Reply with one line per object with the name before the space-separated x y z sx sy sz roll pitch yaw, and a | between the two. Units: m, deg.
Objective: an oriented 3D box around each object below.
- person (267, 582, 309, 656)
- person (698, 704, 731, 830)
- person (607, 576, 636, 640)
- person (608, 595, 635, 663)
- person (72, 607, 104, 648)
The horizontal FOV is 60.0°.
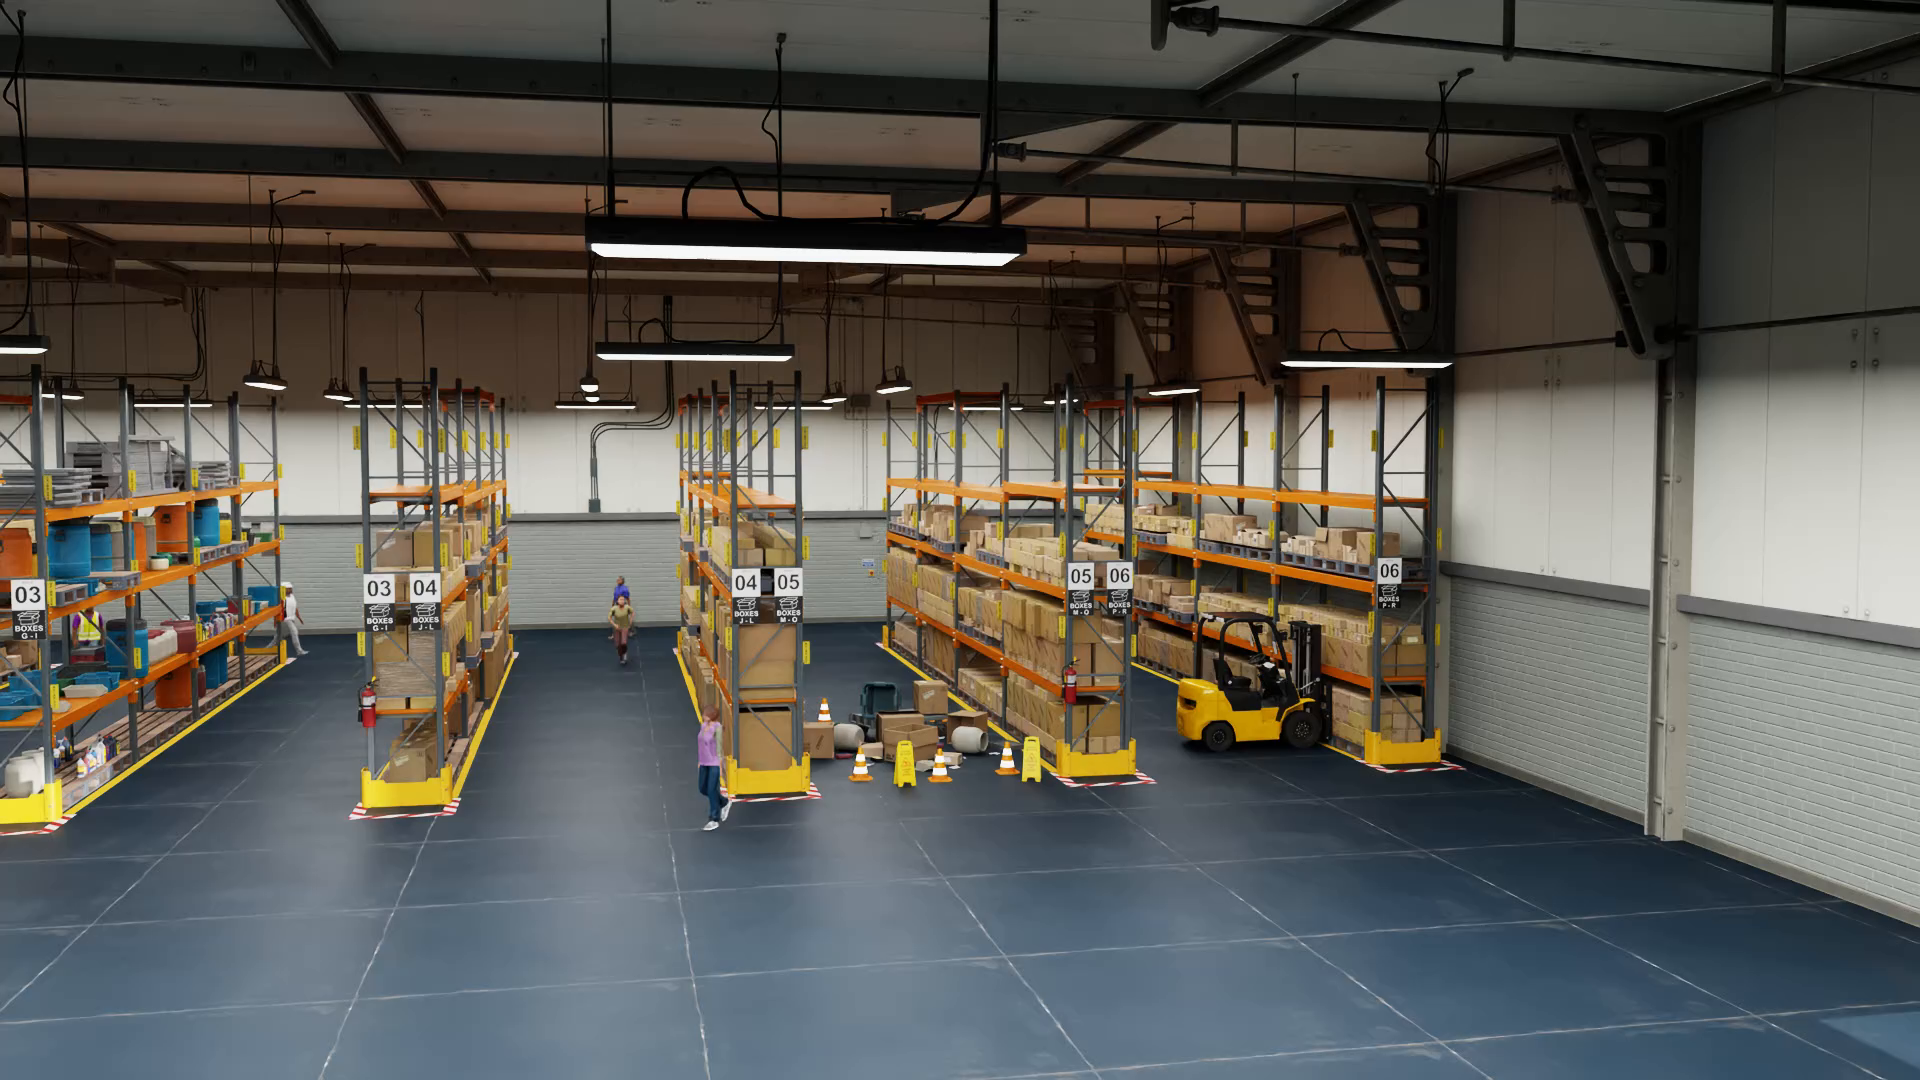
person | -15.647 1.837 38.719 1.060 1.728 0.588 0 3 1
person | -3.179 2.912 21.524 0.557 1.598 0.401 -3 5 -43
person | -8.514 1.703 41.876 0.464 1.619 1.000 3 4 38
person | -7.588 1.997 37.267 0.553 1.581 0.693 0 3 -3
person | -18.159 2.081 34.597 0.535 1.714 1.093 -1 4 -15
